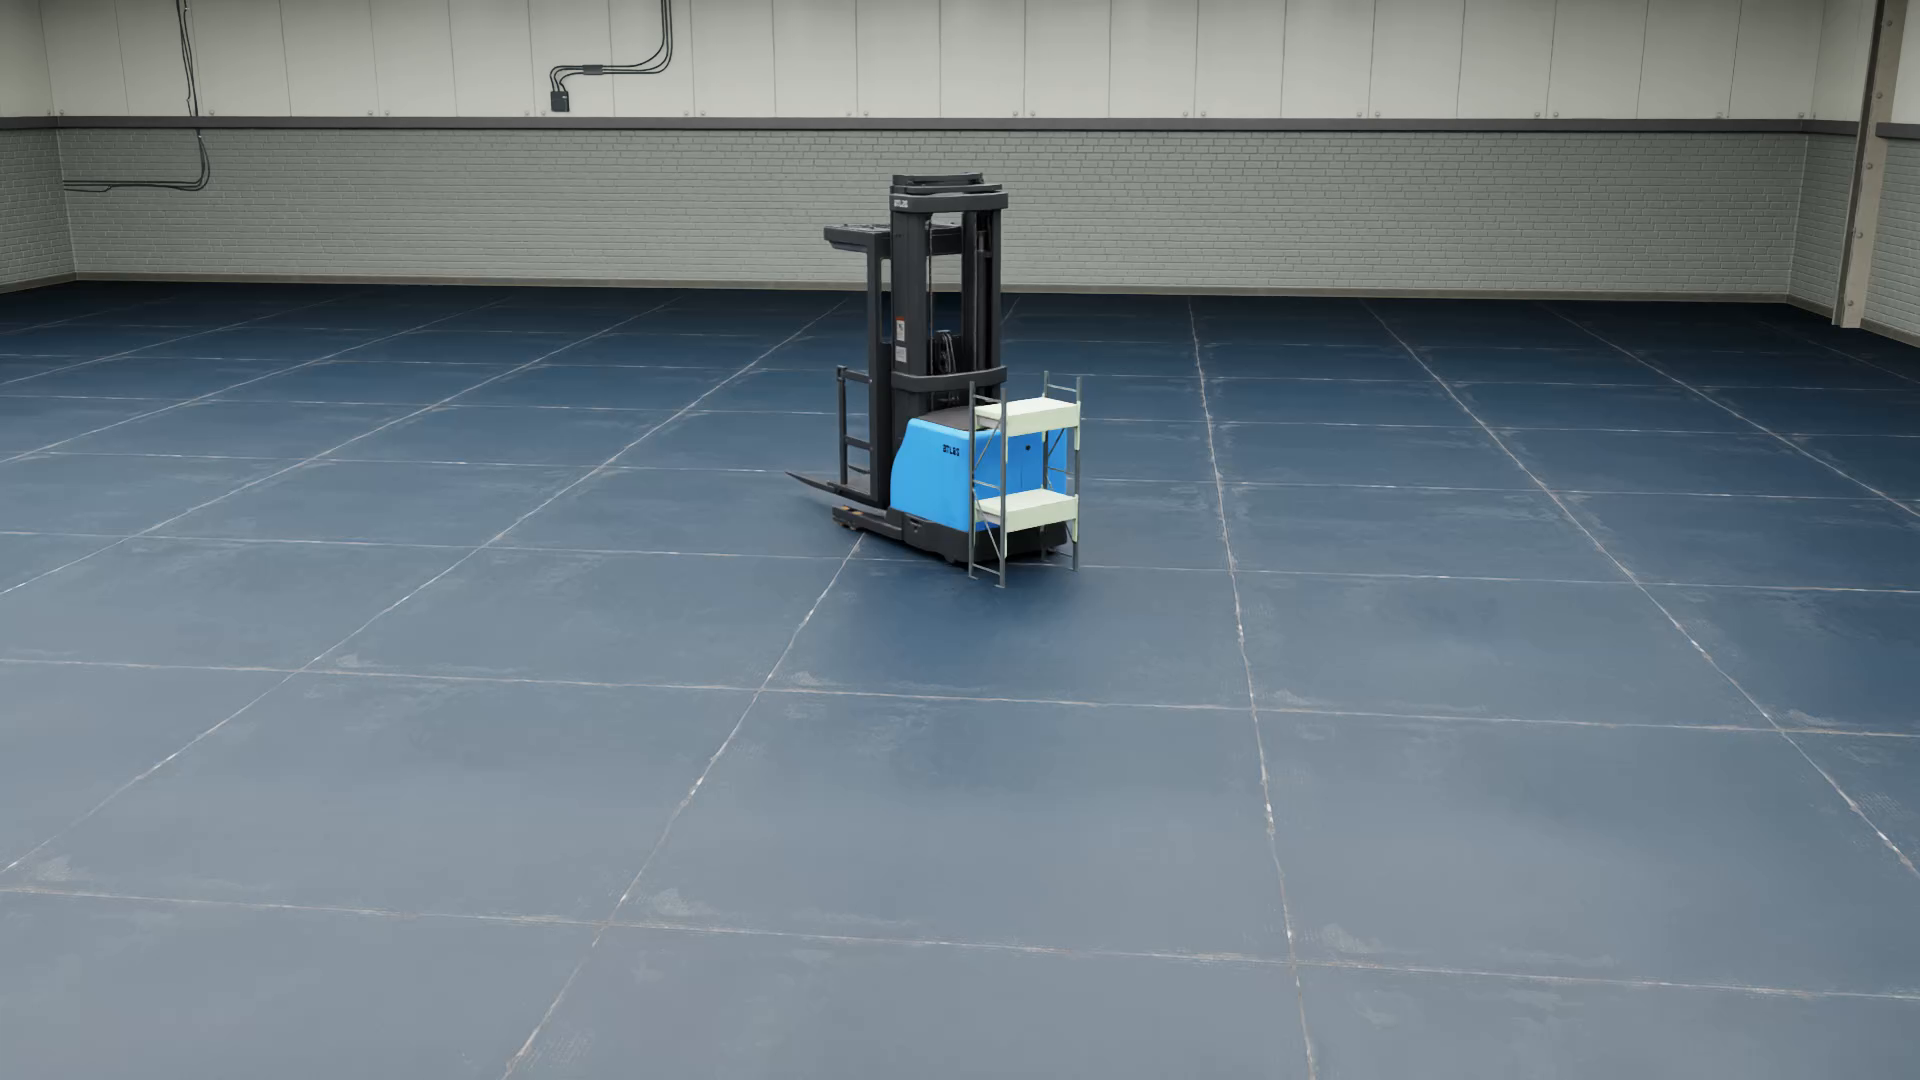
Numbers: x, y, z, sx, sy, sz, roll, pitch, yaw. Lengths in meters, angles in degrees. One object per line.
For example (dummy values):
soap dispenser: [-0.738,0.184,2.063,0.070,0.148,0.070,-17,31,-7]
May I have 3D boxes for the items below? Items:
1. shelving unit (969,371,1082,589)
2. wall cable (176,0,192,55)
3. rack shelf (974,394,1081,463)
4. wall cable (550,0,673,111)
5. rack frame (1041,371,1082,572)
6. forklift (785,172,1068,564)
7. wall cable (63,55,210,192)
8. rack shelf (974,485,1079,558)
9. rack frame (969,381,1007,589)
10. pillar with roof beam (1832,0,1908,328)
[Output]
shelving unit: [0.487,-0.464,12.502,0.755,1.500,0.431,-12,19,-37]
wall cable: [-13.061,-10.212,30.463,3.097,2.526,0.112,2,15,6]
rack shelf: [0.488,-0.841,12.399,0.720,0.370,0.431,-12,19,-37]
wall cable: [-6.318,-10.711,29.518,2.305,6.003,0.169,2,15,6]
rack frame: [0.773,-0.524,12.723,0.023,1.500,0.400,-12,19,-37]
forklift: [-0.423,-1.560,13.816,1.130,2.935,3.031,-11,19,-35]
wall cable: [-15.749,-7.854,31.416,3.097,2.526,0.112,2,15,6]
rack shelf: [0.487,-0.150,12.588,0.720,0.370,0.431,-12,19,-37]
rack frame: [0.202,-0.404,12.281,0.023,1.500,0.400,-12,19,-37]
pillar with roof beam: [9.626,-7.827,25.367,9.100,9.000,0.400,2,15,6]
